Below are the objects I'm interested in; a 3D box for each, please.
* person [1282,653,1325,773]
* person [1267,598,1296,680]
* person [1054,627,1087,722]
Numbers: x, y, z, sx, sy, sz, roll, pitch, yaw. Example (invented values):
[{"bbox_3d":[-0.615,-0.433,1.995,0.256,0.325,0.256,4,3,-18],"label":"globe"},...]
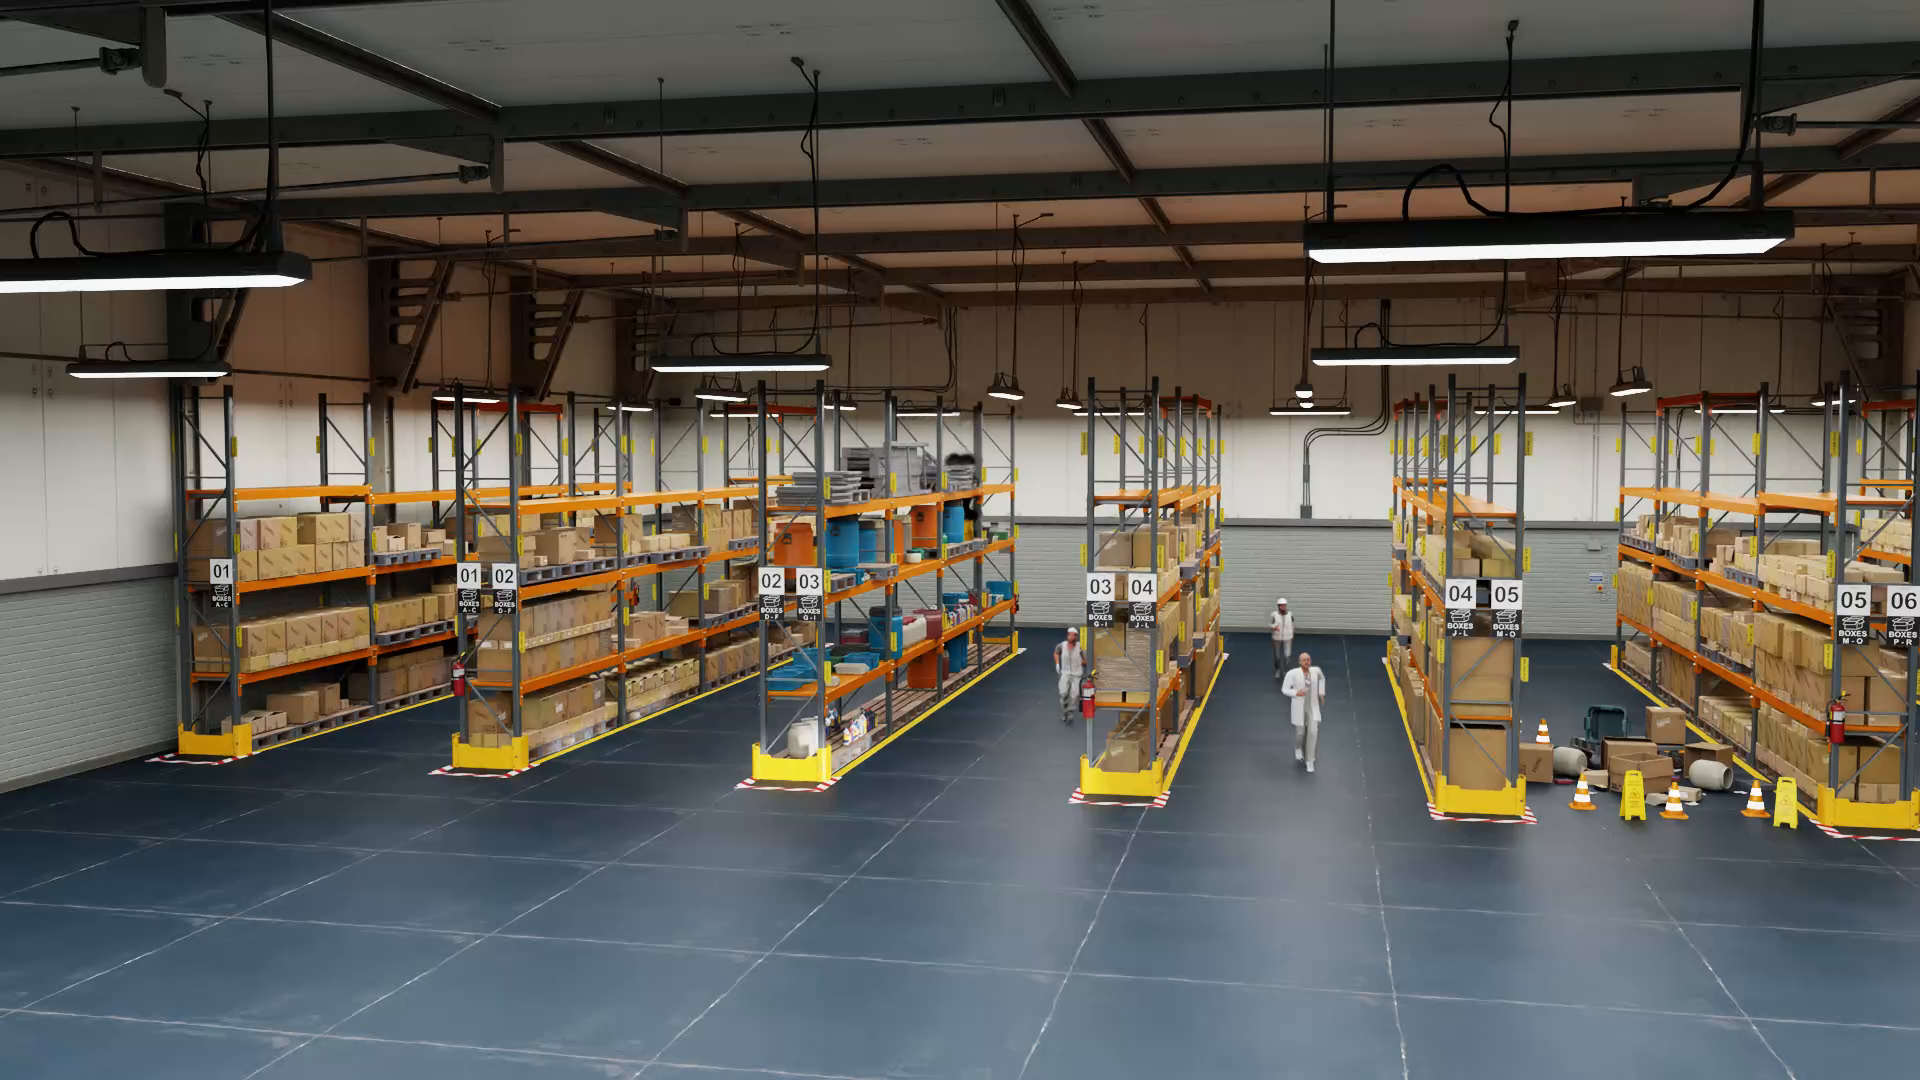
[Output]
[{"bbox_3d":[5.375,2.677,26.002,0.738,1.853,0.972,0,3,-3],"label":"person"},{"bbox_3d":[6.833,2.125,35.447,0.579,1.805,0.889,0,3,8],"label":"person"},{"bbox_3d":[2.004,2.435,29.941,0.651,1.736,0.684,0,3,7],"label":"person"}]
